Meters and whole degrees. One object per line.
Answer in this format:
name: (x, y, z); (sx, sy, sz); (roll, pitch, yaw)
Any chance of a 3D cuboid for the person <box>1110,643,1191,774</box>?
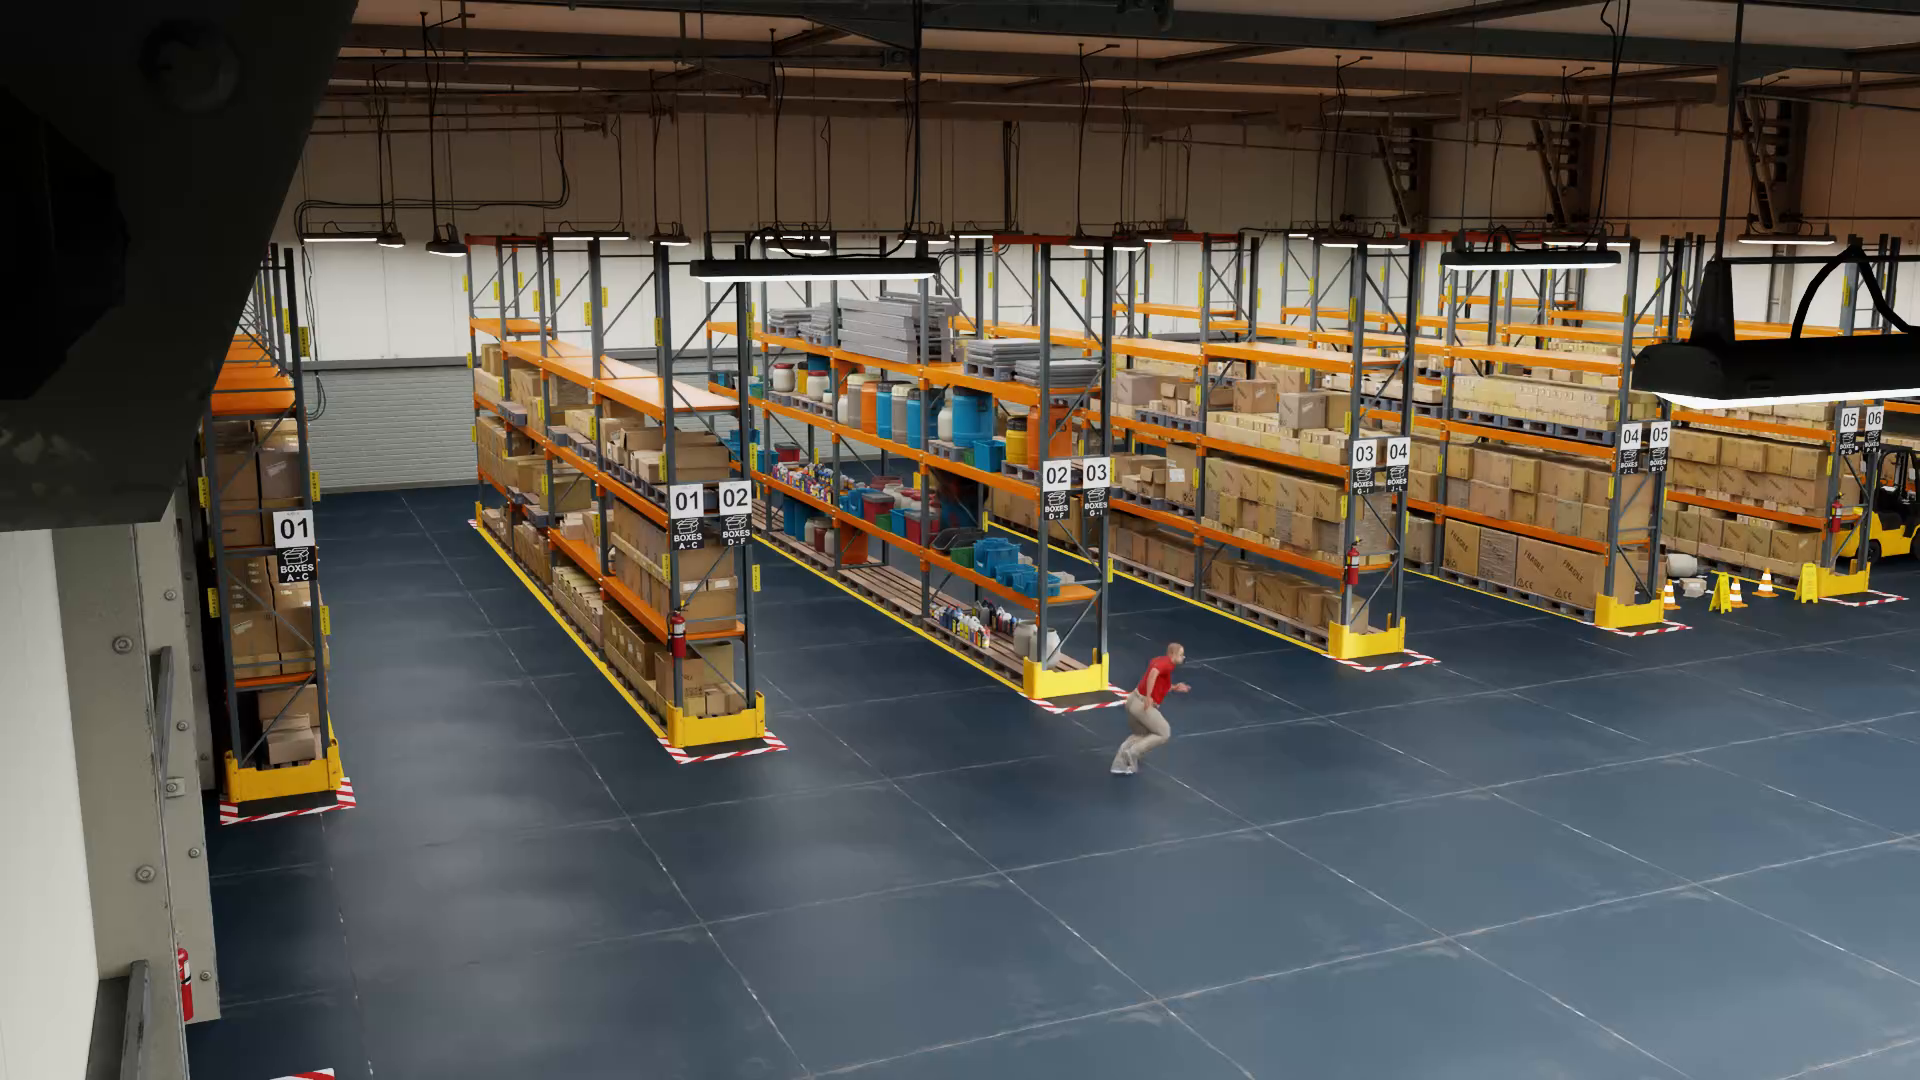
person: (2.199, 1.946, 18.998); (0.927, 1.551, 0.697); (-1, 11, -6)
